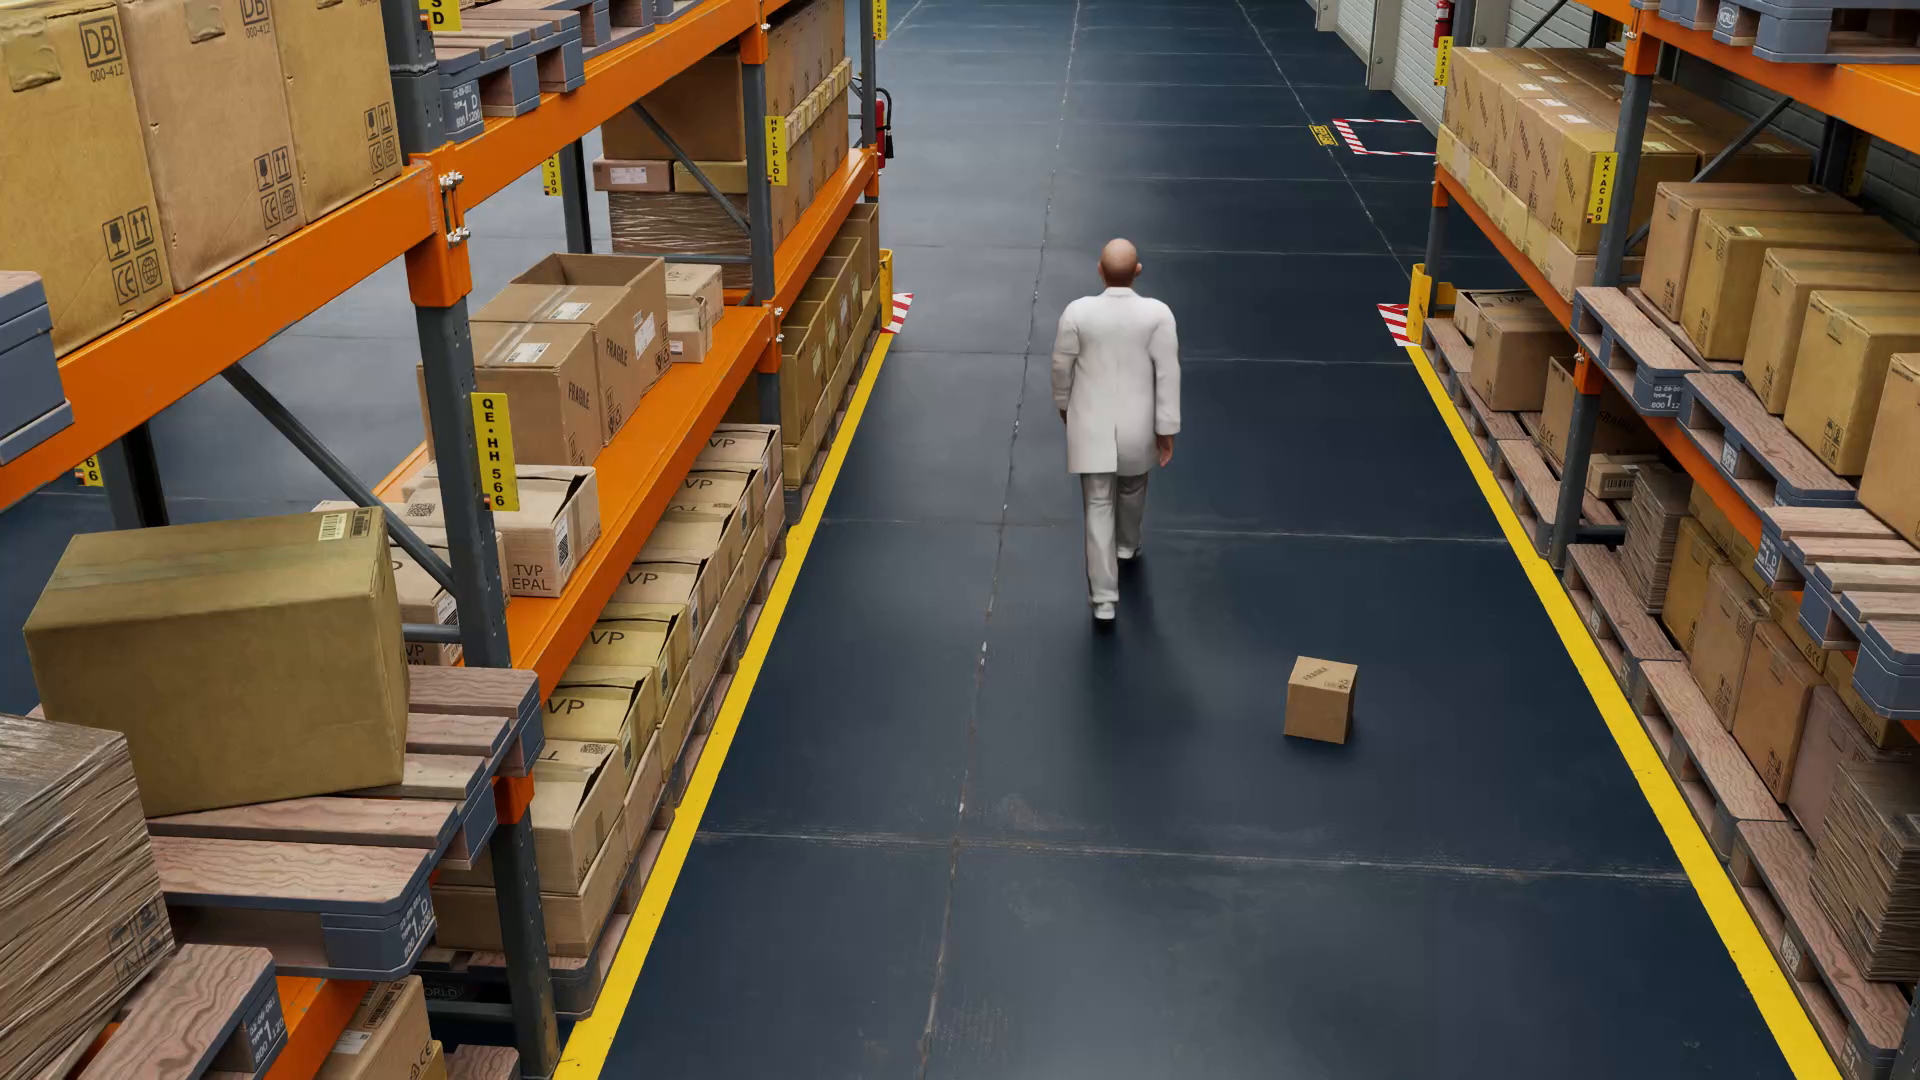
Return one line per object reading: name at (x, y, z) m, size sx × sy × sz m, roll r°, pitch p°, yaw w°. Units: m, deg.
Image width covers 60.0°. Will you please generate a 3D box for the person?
person at (0.721, -0.601, 7.909) m, size 0.602 × 1.732 × 1.037 m, roll 0°, pitch 24°, yaw 0°
